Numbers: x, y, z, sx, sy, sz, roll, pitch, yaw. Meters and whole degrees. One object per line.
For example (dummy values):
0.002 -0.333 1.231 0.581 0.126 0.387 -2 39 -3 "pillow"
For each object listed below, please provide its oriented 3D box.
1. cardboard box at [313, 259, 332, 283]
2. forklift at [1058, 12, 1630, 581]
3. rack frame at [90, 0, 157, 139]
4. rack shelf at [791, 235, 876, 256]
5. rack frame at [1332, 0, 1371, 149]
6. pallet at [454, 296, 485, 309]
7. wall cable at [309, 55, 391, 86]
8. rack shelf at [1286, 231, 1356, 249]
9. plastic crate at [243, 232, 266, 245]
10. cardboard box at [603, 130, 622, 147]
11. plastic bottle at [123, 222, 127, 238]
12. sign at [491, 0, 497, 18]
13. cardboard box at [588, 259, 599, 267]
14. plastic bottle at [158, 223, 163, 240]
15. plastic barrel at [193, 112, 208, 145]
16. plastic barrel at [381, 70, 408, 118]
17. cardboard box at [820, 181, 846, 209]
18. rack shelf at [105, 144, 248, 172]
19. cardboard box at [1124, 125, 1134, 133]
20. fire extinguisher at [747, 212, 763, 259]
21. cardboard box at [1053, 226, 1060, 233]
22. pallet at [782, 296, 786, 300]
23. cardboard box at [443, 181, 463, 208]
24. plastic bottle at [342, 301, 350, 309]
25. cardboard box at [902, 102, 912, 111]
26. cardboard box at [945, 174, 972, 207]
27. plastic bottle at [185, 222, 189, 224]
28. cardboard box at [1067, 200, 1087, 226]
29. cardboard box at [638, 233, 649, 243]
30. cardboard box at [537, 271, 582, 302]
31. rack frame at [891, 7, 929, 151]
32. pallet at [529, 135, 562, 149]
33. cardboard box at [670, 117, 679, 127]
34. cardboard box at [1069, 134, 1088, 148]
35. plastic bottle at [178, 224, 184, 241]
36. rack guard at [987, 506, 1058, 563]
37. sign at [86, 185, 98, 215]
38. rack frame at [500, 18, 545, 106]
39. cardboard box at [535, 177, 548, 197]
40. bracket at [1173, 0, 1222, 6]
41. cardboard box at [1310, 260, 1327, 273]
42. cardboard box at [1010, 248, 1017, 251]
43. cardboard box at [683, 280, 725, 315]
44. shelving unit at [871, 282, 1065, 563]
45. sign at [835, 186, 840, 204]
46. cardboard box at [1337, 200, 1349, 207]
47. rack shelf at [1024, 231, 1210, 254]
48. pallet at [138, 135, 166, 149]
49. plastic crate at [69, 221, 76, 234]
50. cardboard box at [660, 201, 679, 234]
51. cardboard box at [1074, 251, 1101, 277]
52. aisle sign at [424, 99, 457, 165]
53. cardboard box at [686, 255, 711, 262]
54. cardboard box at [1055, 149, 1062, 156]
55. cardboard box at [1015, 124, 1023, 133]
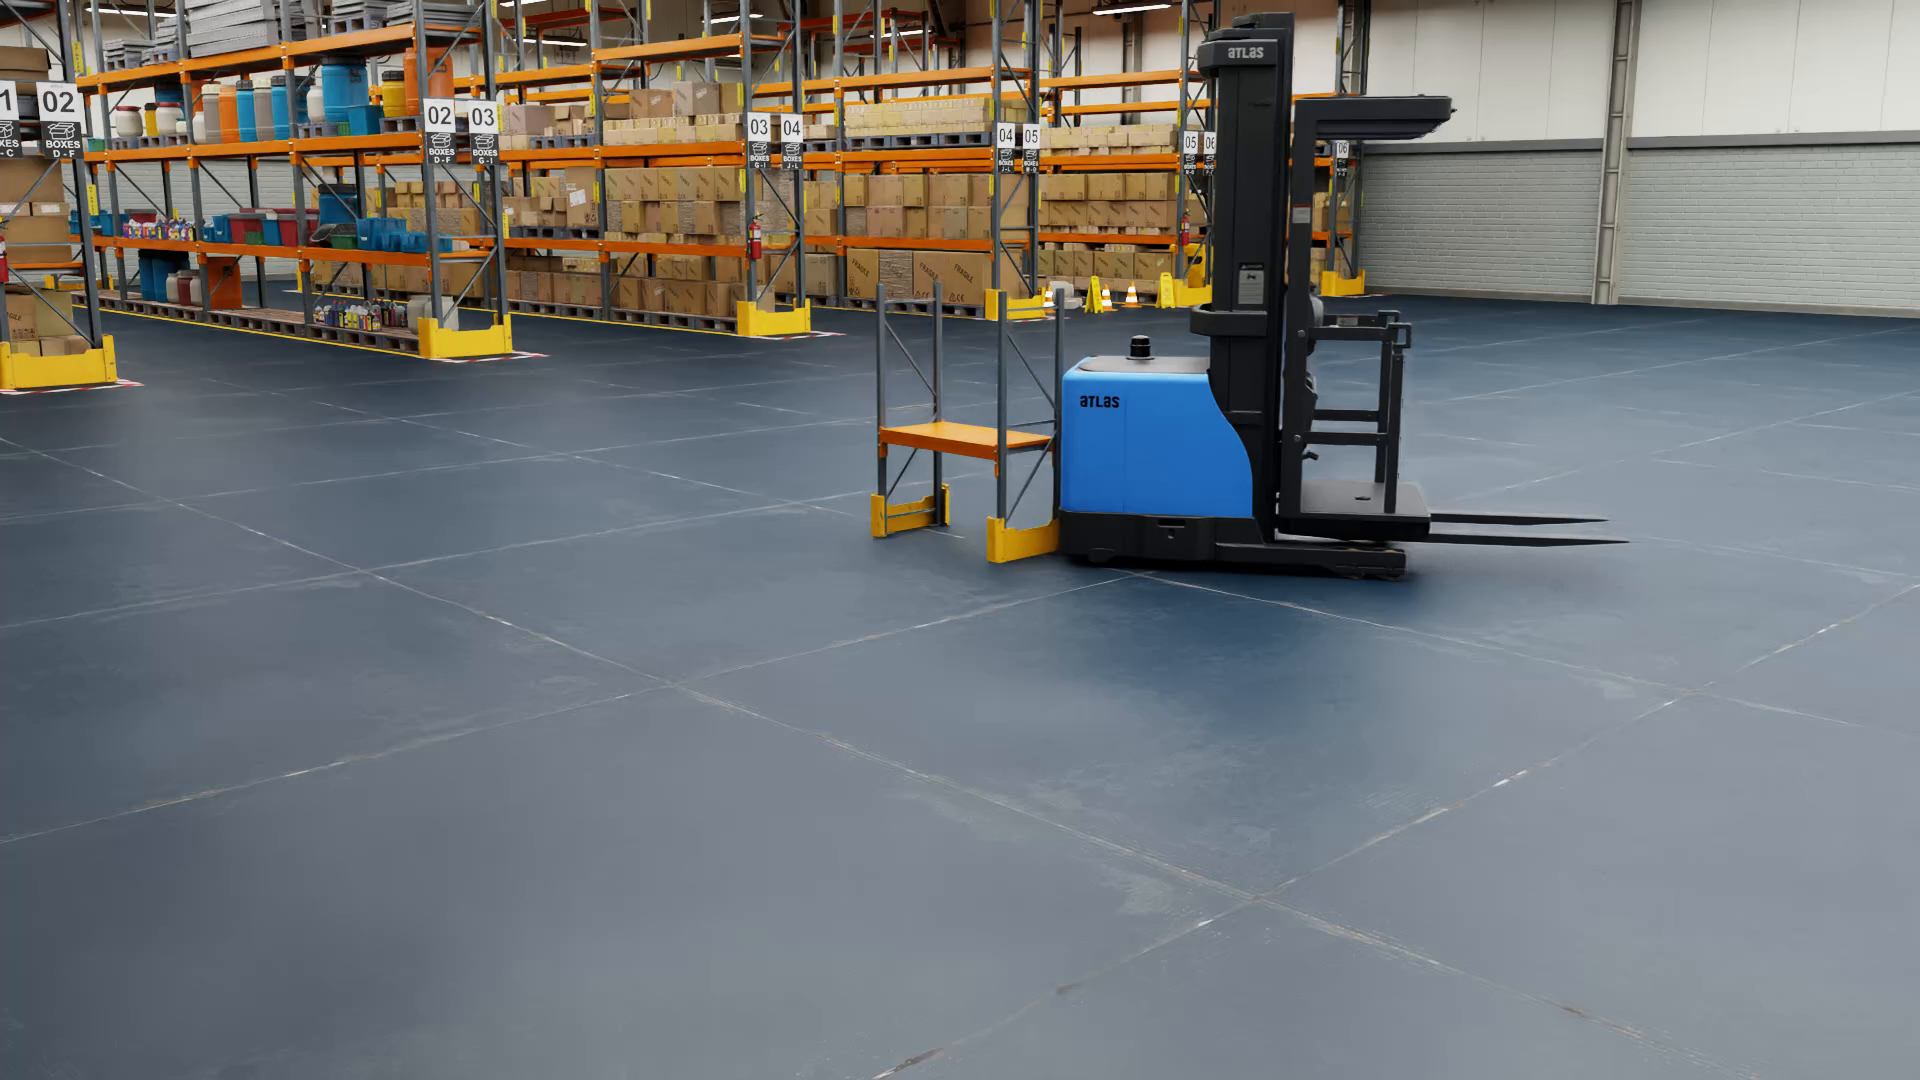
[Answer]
-13.281 -5.977 35.714 0.875 0.875 0.875 -11 16 -43 "cardboard box"
2.114 -1.335 9.125 3.031 2.935 1.130 2 12 11 "forklift"
-14.601 -8.559 29.152 1.000 3.000 0.127 -11 16 -43 "rack frame"
-3.218 -5.759 32.213 1.077 0.370 4.000 -11 16 -43 "rack shelf"
8.023 -9.571 34.065 1.000 3.000 0.127 -11 16 -43 "rack frame"
-8.746 -4.487 31.165 1.003 0.211 1.213 -11 16 -43 "pallet"
-15.193 -12.714 41.348 2.277 5.999 0.120 -11 16 -43 "wall cable"
6.642 -6.572 36.159 1.077 0.370 4.000 -11 16 -43 "rack shelf"
-10.483 -4.564 25.155 0.450 0.188 0.662 -11 16 -43 "plastic crate"
-5.369 -6.437 26.661 0.500 0.250 0.500 11 16 43 "cardboard box"
-14.656 -5.450 29.221 0.061 0.283 0.133 -11 16 -43 "plastic bottle"
-5.913 -6.781 21.042 0.100 0.325 0.005 -11 16 -43 "sign"
-8.001 -6.135 36.806 0.380 0.149 0.250 -11 16 -42 "cardboard box"
-13.436 -5.192 27.969 0.061 0.283 0.133 -11 16 -43 "plastic bottle"
-11.846 -6.472 26.183 0.421 0.512 0.421 0 12 0 "plastic barrel"
-7.193 -5.785 21.615 0.600 0.588 0.600 0 12 0 "plastic barrel"
-2.184 -6.430 30.961 0.700 0.500 0.500 -11 16 -44 "cardboard box"
-13.220 -6.445 28.111 1.077 0.370 4.000 -11 16 -43 "rack shelf"
3.347 -7.844 31.762 0.380 0.149 0.250 -11 16 -43 "cardboard box"
-2.986 -4.440 24.222 0.296 0.674 0.183 -11 16 -43 "fire extinguisher"
2.076 -6.246 33.417 0.380 0.149 0.250 -11 16 -43 "cardboard box"
-4.109 -4.912 33.229 1.003 0.211 1.213 -11 16 -43 "pallet"
-9.198 -6.471 31.155 0.797 0.503 0.637 -10 16 -41 "cardboard box"
-8.715 -3.215 23.558 0.144 0.351 0.185 -11 16 -43 "plastic bottle"
-0.781 -7.488 28.748 0.380 0.149 0.250 -11 16 -43 "cardboard box"
0.250 -5.965 28.382 0.875 0.550 0.550 -11 16 -43 "cardboard box"
-13.495 -5.420 29.093 0.152 0.276 0.135 -11 16 -43 "plastic bottle"
2.476 -6.470 32.899 0.500 0.500 0.500 -11 16 -43 "cardboard box"
-4.885 -4.798 26.390 0.380 0.149 0.250 -11 16 -43 "cardboard box"
-6.991 -4.462 29.240 0.700 0.500 0.500 -9 15 -38 "cardboard box"
-1.089 -10.046 36.372 1.000 3.000 0.127 -11 16 -43 "rack frame"
-6.562 -6.776 28.399 1.213 0.211 1.003 -11 16 -43 "pallet"
-4.198 -6.385 25.417 0.250 0.149 0.380 11 16 42 "cardboard box"
2.478 -7.814 32.606 0.500 0.250 0.500 -11 16 -42 "cardboard box"
-12.787 -5.055 27.330 0.097 0.271 0.097 0 12 0 "plastic bottle"
0.384 -0.039 9.481 0.587 0.250 0.087 -11 16 -42 "rack guard"
-9.494 -3.719 18.185 0.100 0.325 0.005 -11 16 -43 "sign"
-10.124 -10.509 38.619 1.000 3.000 0.127 -11 16 -43 "rack frame"
-9.310 -8.001 37.849 0.500 0.500 0.500 -11 16 -44 "cardboard box"
5.871 -11.948 36.683 0.076 0.066 4.783 -11 16 -43 "bracket"
7.461 -5.764 34.988 0.500 0.250 0.500 -11 16 -43 "cardboard box"
1.464 -7.261 41.266 0.380 0.149 0.250 -10 15 -41 "cardboard box"
-4.007 -3.810 26.127 0.500 0.500 0.500 -9 15 -37 "cardboard box"
0.041 -0.724 9.708 0.587 1.500 1.083 -11 16 -42 "shelving unit"
-2.223 -6.271 30.241 0.100 0.325 0.005 -11 16 -43 "sign"
7.976 -7.085 35.010 0.250 0.149 0.380 11 16 44 "cardboard box"
3.054 -5.880 32.799 1.077 0.370 4.000 -11 16 -43 "rack shelf"
-13.204 -6.731 28.183 1.003 0.211 1.213 -11 16 -43 "pallet"
-16.522 -5.877 31.272 0.416 0.233 0.300 -11 16 -43 "plastic crate"
-4.175 -5.048 25.994 0.875 0.500 0.500 -11 16 -43 "cardboard box"
2.620 -5.474 32.963 0.500 0.500 0.500 -10 15 -40 "cardboard box"
-6.479 -5.090 20.743 0.394 0.787 0.004 -11 16 -43 "aisle sign"
-5.261 -5.815 33.999 0.500 0.250 0.500 11 16 44 "cardboard box"
2.103 -7.724 33.155 0.380 0.149 0.250 -11 16 -43 "cardboard box"
0.920 -6.931 28.020 0.380 0.149 0.250 -11 16 -42 "cardboard box"
